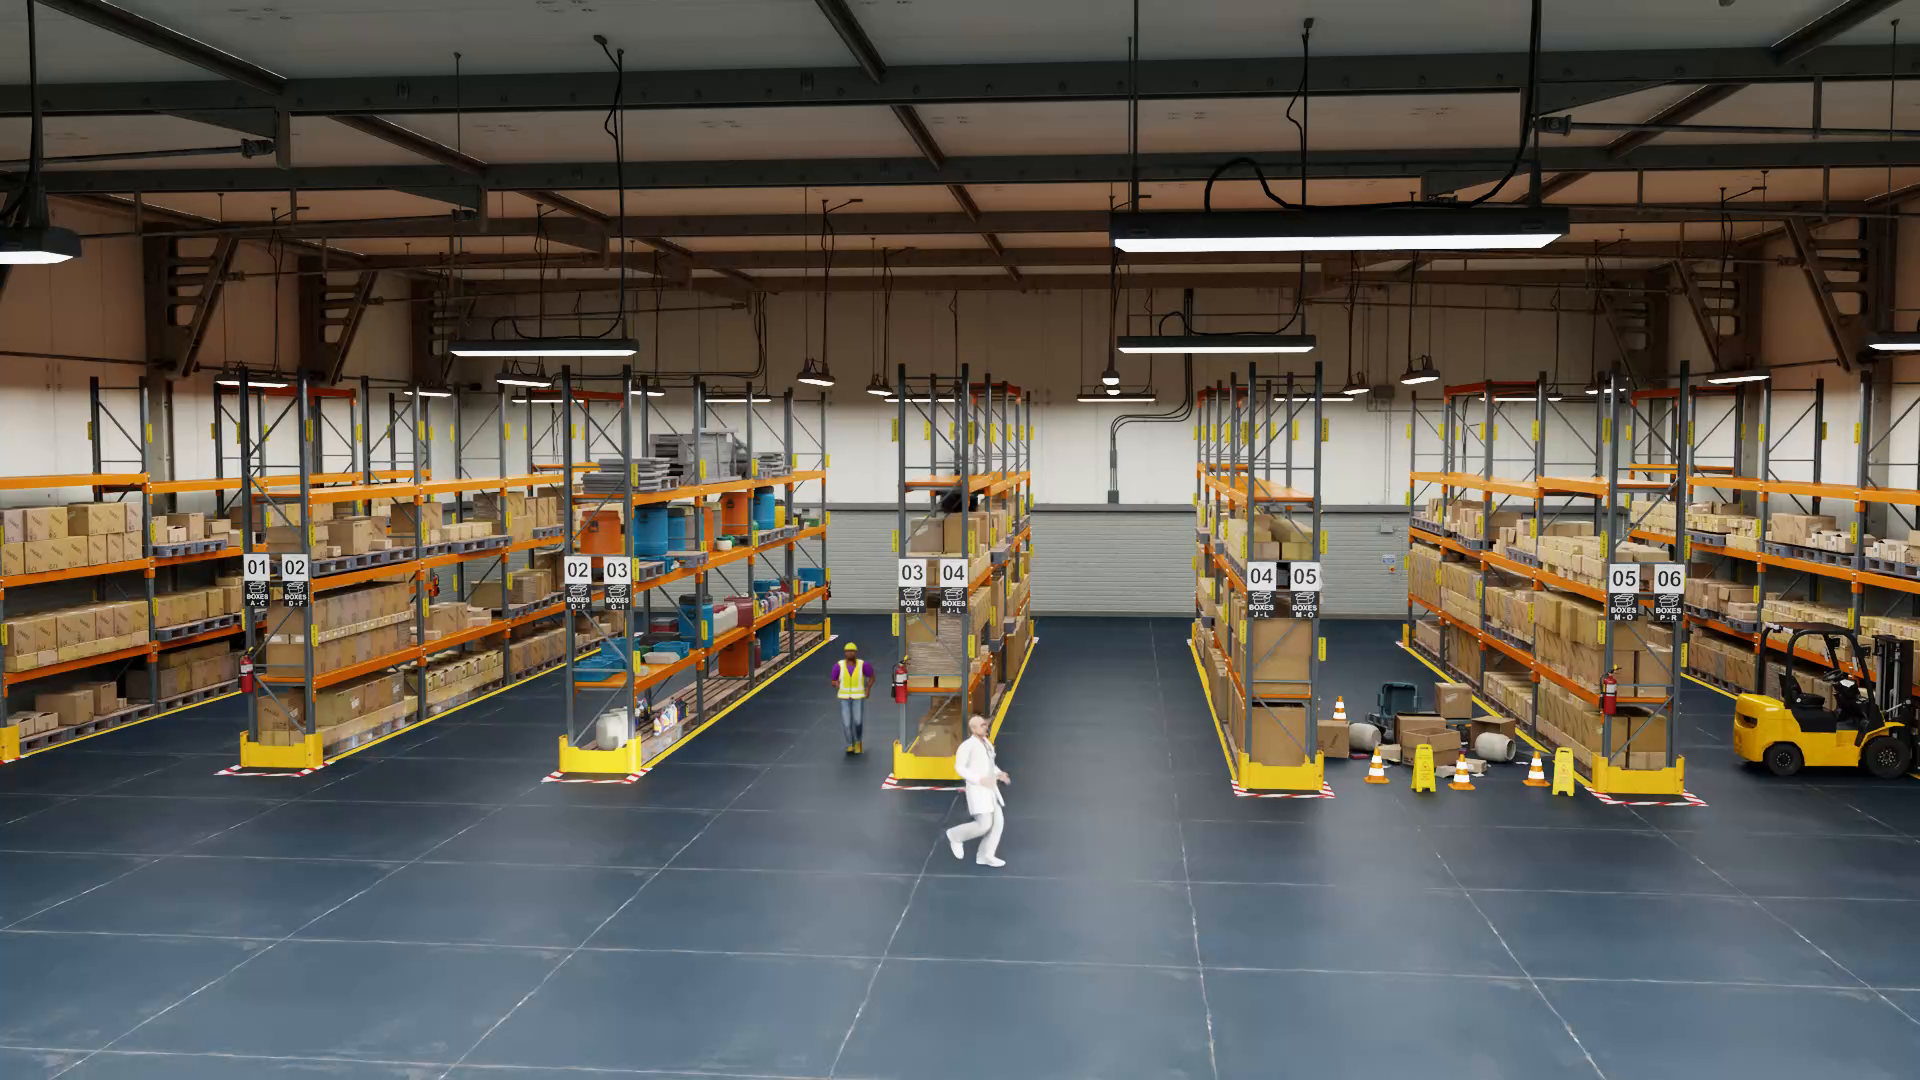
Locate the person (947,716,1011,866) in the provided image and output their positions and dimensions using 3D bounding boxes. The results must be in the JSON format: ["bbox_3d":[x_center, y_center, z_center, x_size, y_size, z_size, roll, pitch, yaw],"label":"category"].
[{"bbox_3d":[0.207,2.899,19.263,0.707,1.727,0.713,2,4,32],"label":"person"}]

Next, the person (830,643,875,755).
[{"bbox_3d":[-1.680,2.472,25.806,0.680,1.750,0.626,0,4,2],"label":"person"}]
